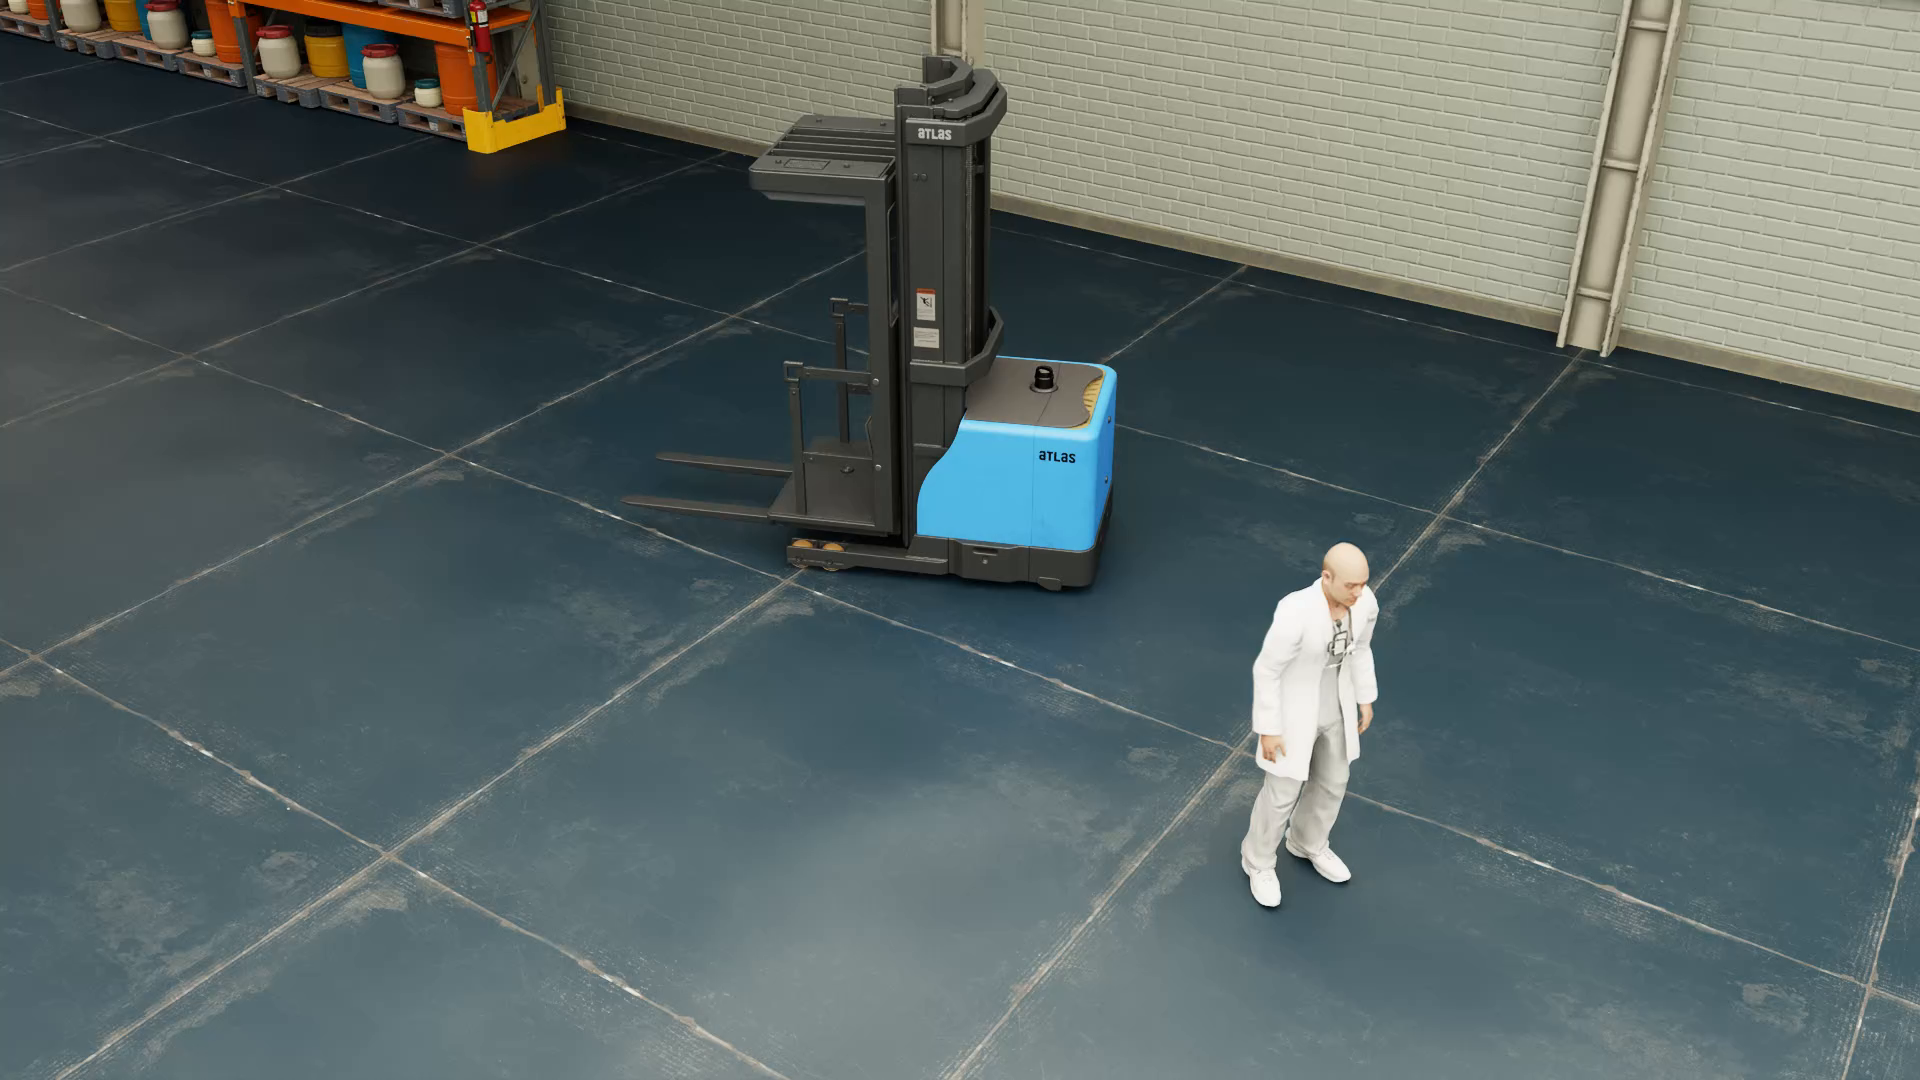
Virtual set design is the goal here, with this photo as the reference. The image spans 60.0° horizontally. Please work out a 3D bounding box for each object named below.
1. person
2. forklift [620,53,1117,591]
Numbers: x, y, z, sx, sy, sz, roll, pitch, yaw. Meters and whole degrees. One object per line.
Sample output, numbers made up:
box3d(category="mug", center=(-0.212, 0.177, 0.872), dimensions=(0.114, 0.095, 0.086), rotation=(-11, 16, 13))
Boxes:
box3d(category="person", center=(1.574, 0.778, 7.393), dimensions=(0.655, 1.774, 0.422), rotation=(-14, 33, -23))
box3d(category="forklift", center=(-0.596, -1.330, 9.871), dimensions=(3.031, 2.935, 1.130), rotation=(6, 31, 10))
